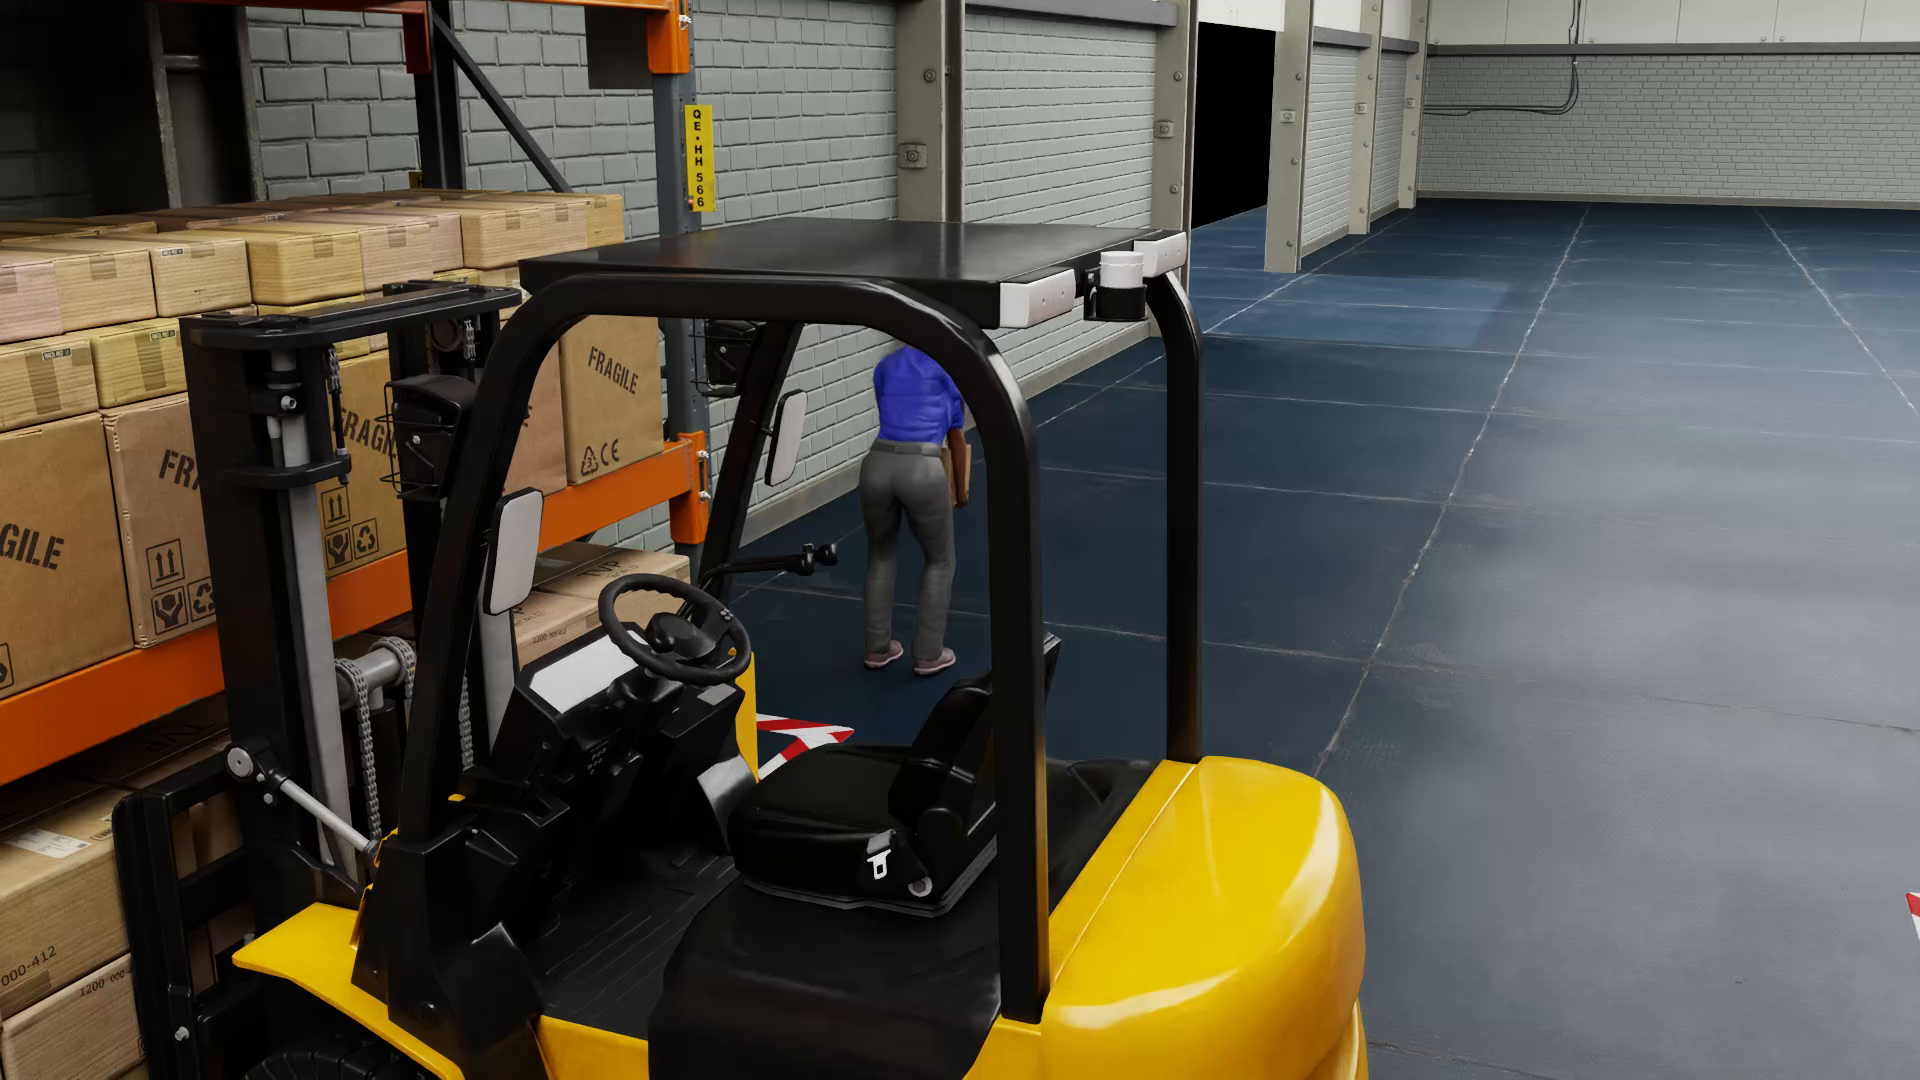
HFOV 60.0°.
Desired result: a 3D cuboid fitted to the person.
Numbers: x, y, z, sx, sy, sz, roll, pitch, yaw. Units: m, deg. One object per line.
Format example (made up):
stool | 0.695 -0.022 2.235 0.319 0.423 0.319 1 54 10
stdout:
person | -0.191 -0.229 7.077 0.409 1.551 0.595 6 17 20
